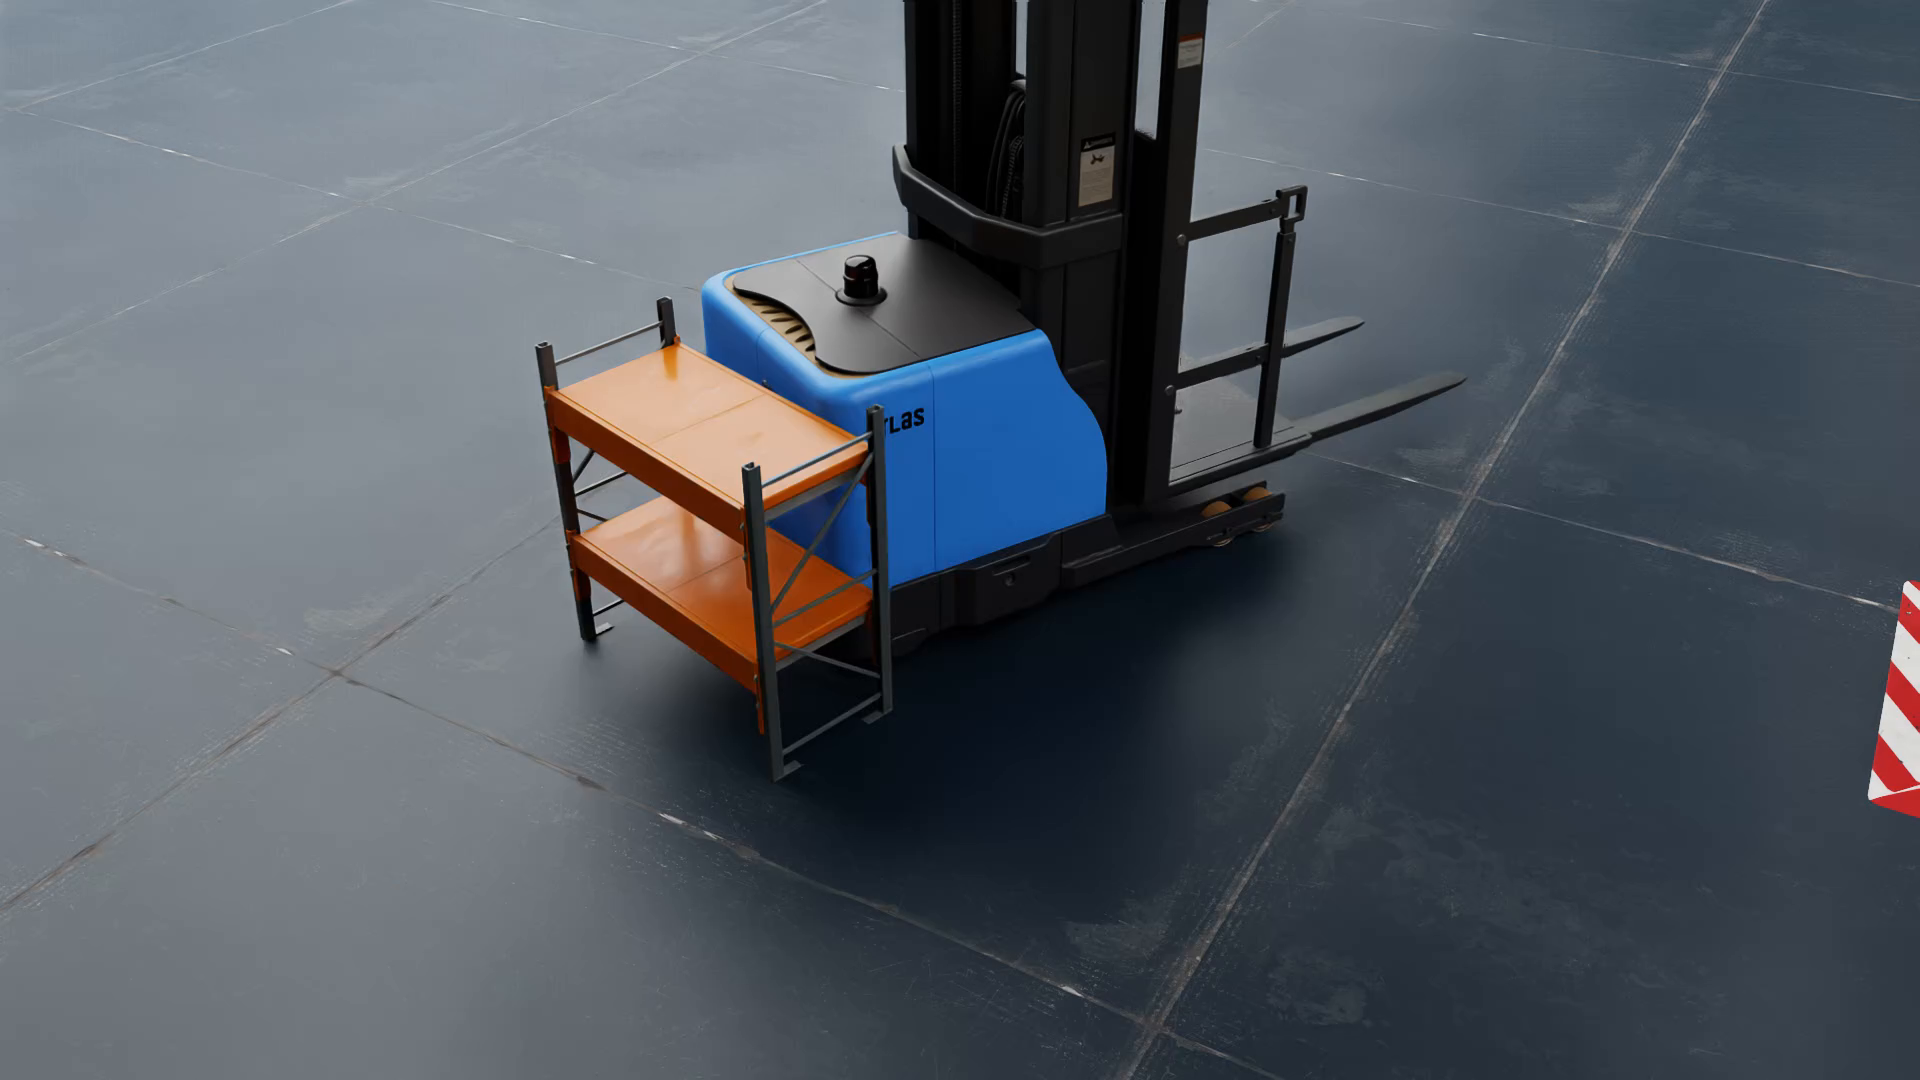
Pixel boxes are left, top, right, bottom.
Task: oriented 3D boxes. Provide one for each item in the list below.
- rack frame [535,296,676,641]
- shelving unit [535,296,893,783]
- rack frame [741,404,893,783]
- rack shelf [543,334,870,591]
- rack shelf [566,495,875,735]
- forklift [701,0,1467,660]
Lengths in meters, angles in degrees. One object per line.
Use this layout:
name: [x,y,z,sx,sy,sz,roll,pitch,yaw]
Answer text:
rack frame: [-1.122,-0.223,5.570,0.500,1.125,0.032,-29,43,-36]
shelving unit: [-0.764,-0.023,5.270,0.538,1.125,1.048,-29,43,-36]
rack frame: [-0.407,0.177,4.969,0.500,1.125,0.032,-29,43,-36]
rack shelf: [-0.764,-0.267,5.107,0.538,0.278,1.000,-29,43,-36]
rack shelf: [-0.764,0.181,5.405,0.538,0.278,1.000,-29,43,-36]
forklift: [0.629,-1.426,5.746,3.031,2.935,1.130,-19,38,-26]
